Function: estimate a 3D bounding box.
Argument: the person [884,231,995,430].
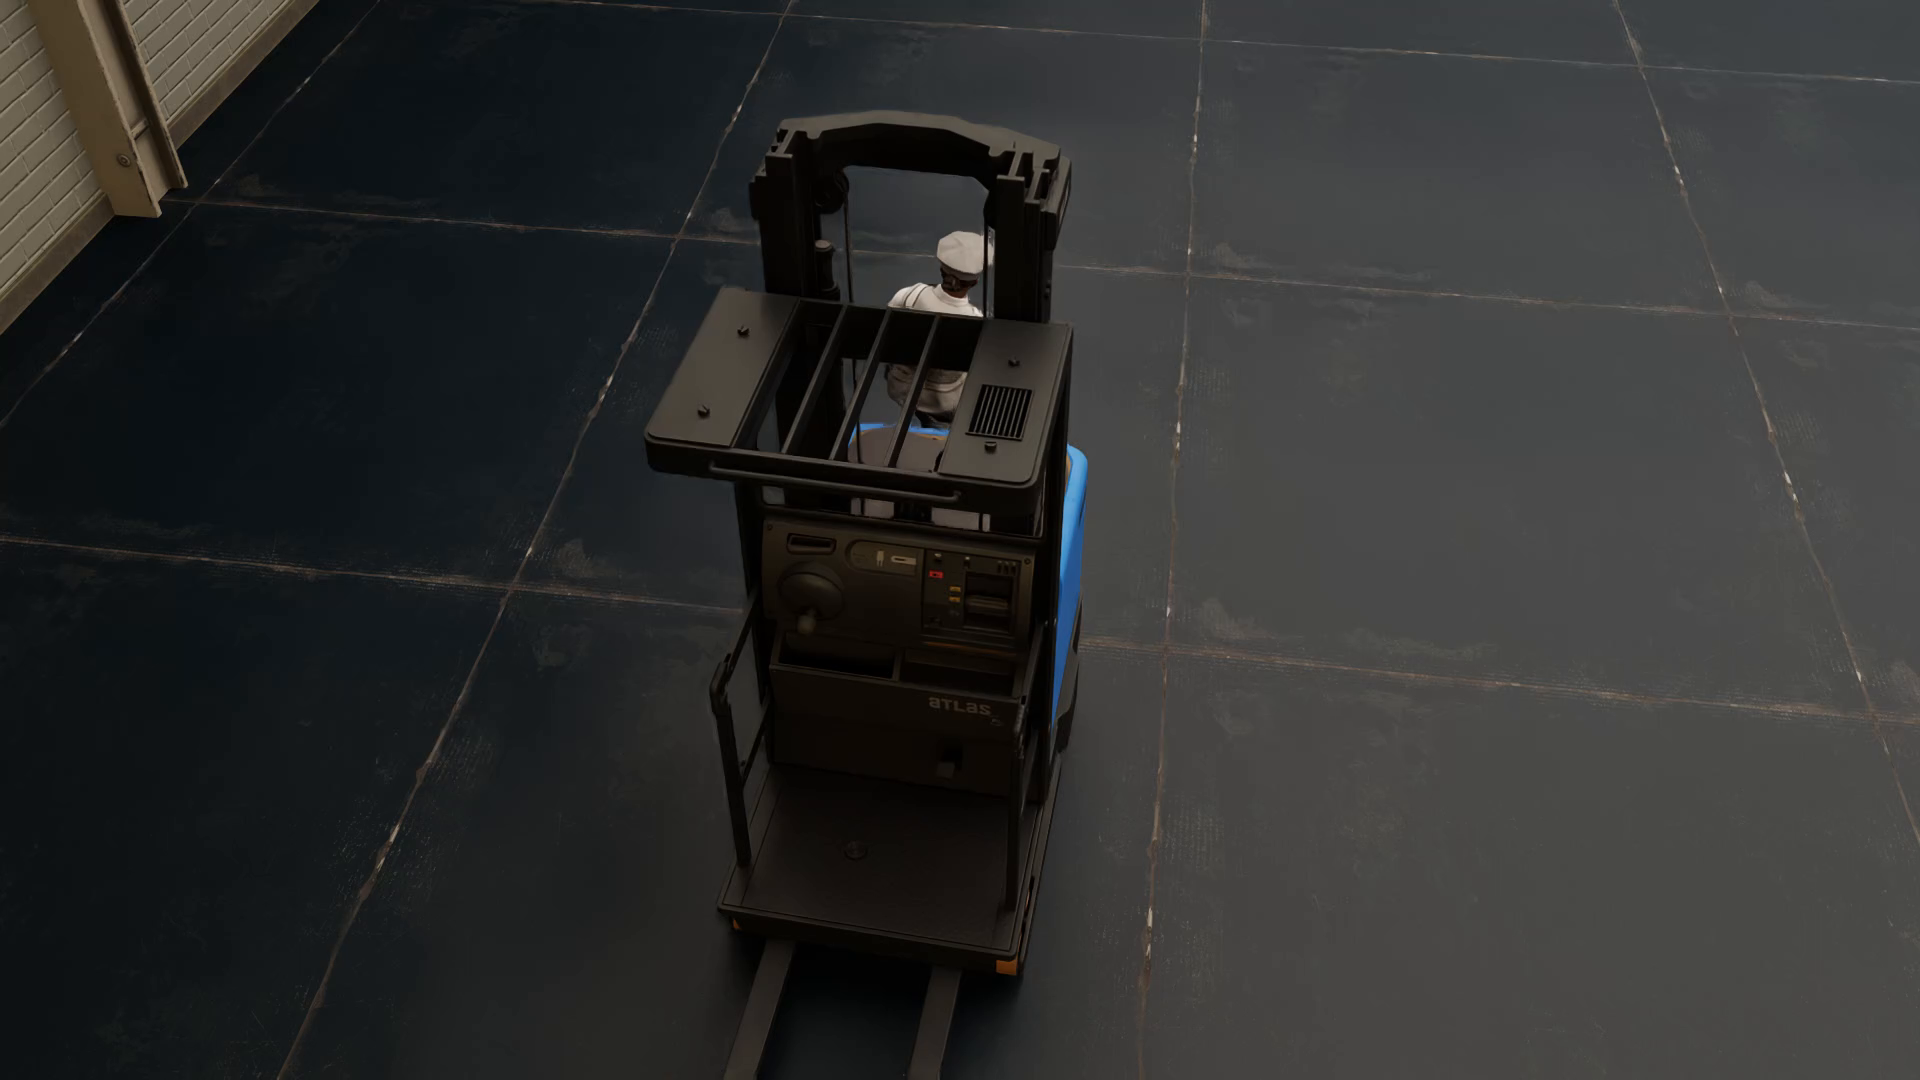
[{"bbox_3d":[0.023,-0.820,7.680,0.756,1.483,0.723,14,44,15],"label":"person"}]

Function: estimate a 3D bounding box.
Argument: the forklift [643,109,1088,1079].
[{"bbox_3d":[-0.252,0.249,5.454,1.130,2.935,3.031,7,43,8],"label":"forklift"}]
